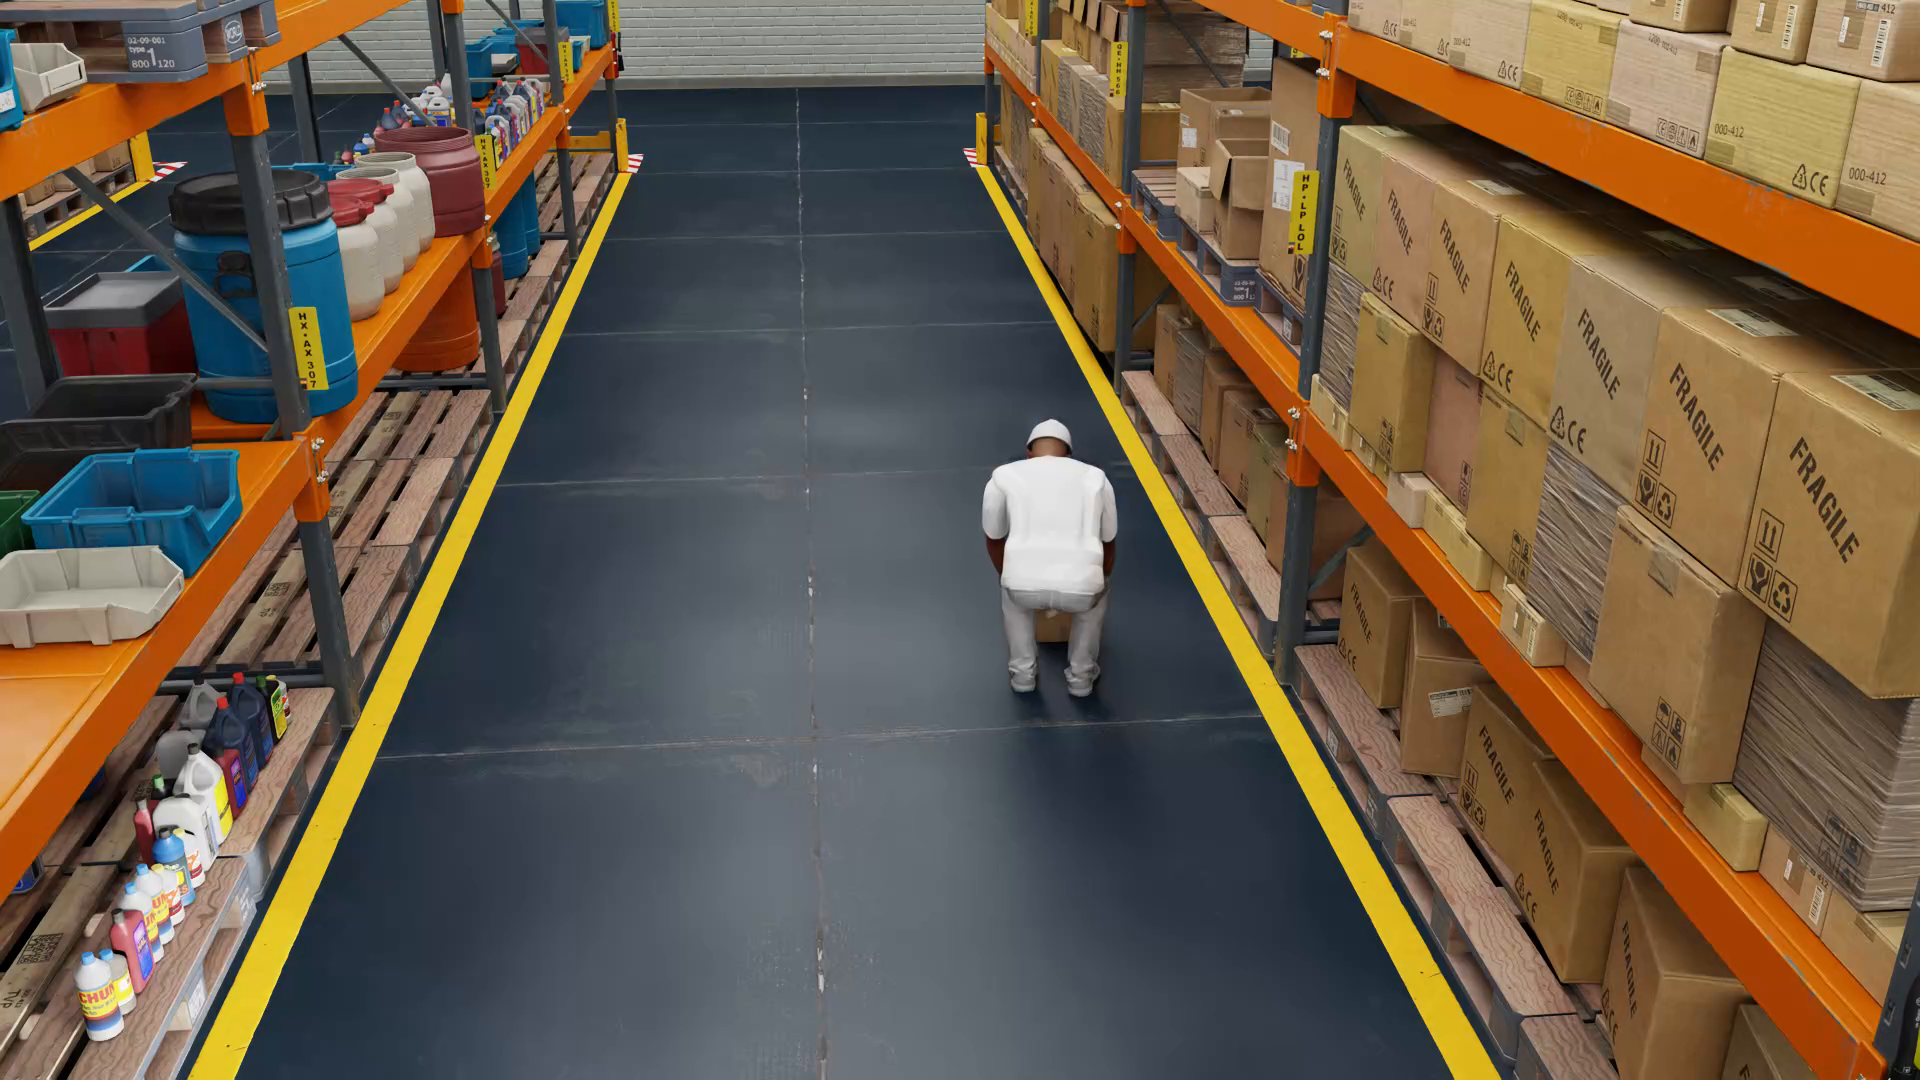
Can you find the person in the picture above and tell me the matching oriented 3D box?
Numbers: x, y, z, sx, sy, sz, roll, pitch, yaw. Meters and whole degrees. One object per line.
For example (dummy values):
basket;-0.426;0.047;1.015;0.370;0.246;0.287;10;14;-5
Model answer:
person;0.376;0.087;7.257;0.596;1.062;0.882;3;24;7
